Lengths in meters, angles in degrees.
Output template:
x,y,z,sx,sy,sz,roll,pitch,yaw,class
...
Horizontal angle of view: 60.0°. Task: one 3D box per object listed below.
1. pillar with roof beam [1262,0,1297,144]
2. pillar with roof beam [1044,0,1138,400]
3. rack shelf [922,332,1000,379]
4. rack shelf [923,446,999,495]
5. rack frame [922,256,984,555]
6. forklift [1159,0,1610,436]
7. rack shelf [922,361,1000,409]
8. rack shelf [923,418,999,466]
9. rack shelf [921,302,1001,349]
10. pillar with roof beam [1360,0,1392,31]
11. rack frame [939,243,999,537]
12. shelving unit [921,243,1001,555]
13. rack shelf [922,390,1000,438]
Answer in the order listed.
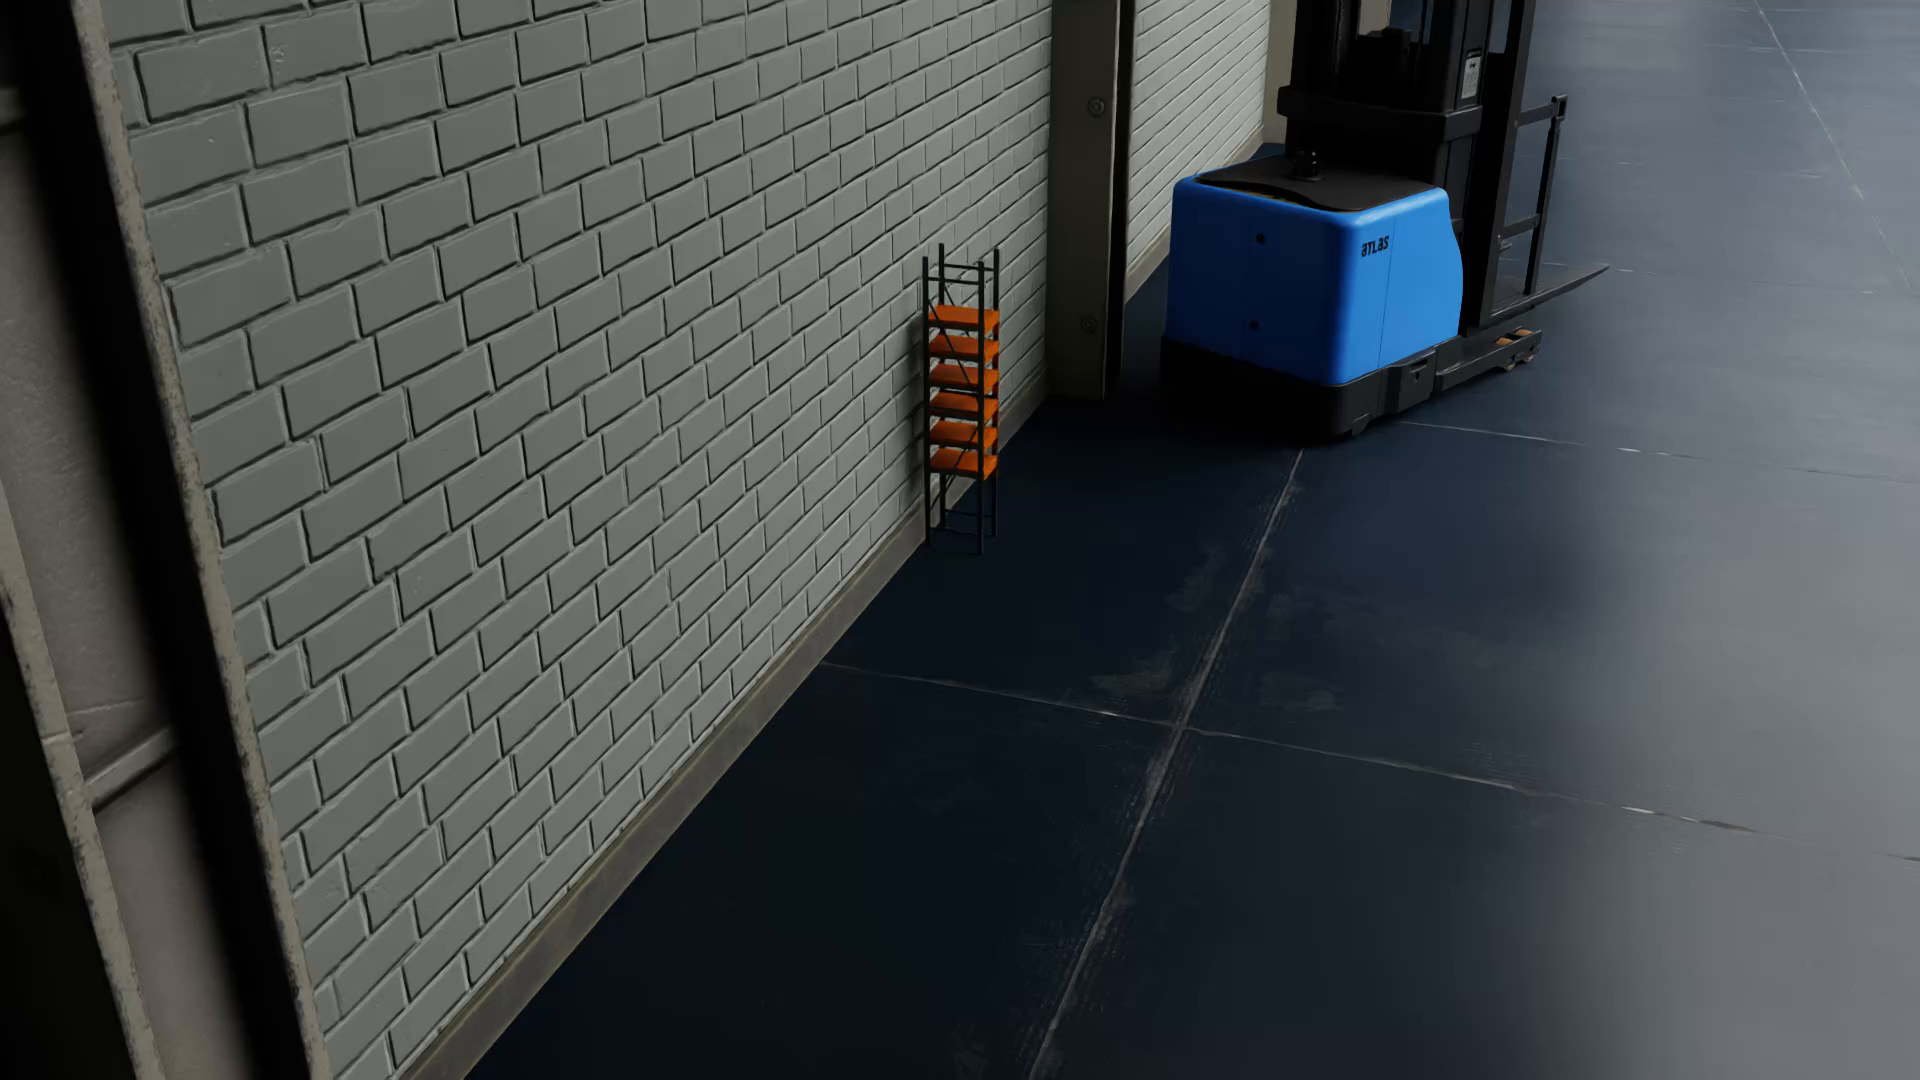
x,y,z,sx,sy,sz,roll,pitch,yaw,class
6.673,-6.680,10.221,9.100,9.000,0.400,9,27,17,pillar with roof beam
4.676,-4.215,5.129,9.100,9.000,0.400,9,27,17,pillar with roof beam
0.004,-0.710,6.390,0.258,0.103,0.180,8,27,17,rack shelf
0.005,-0.278,6.600,0.258,0.103,0.180,8,27,17,rack shelf
-0.025,-0.496,6.398,0.240,1.200,0.006,8,27,17,rack frame
2.389,-2.333,8.206,3.031,2.935,1.130,-23,34,-39,forklift
0.004,-0.602,6.443,0.258,0.103,0.180,8,27,17,rack shelf
0.005,-0.386,6.547,0.258,0.103,0.180,8,27,17,rack shelf
0.004,-0.818,6.338,0.258,0.103,0.180,8,27,17,rack shelf
8.669,-9.146,15.314,9.100,9.000,0.400,9,27,17,pillar with roof beam
0.034,-0.572,6.554,0.240,1.200,0.006,8,27,17,rack frame
0.004,-0.534,6.476,0.258,1.200,0.189,8,27,17,shelving unit
0.004,-0.494,6.495,0.258,0.103,0.180,8,27,17,rack shelf
